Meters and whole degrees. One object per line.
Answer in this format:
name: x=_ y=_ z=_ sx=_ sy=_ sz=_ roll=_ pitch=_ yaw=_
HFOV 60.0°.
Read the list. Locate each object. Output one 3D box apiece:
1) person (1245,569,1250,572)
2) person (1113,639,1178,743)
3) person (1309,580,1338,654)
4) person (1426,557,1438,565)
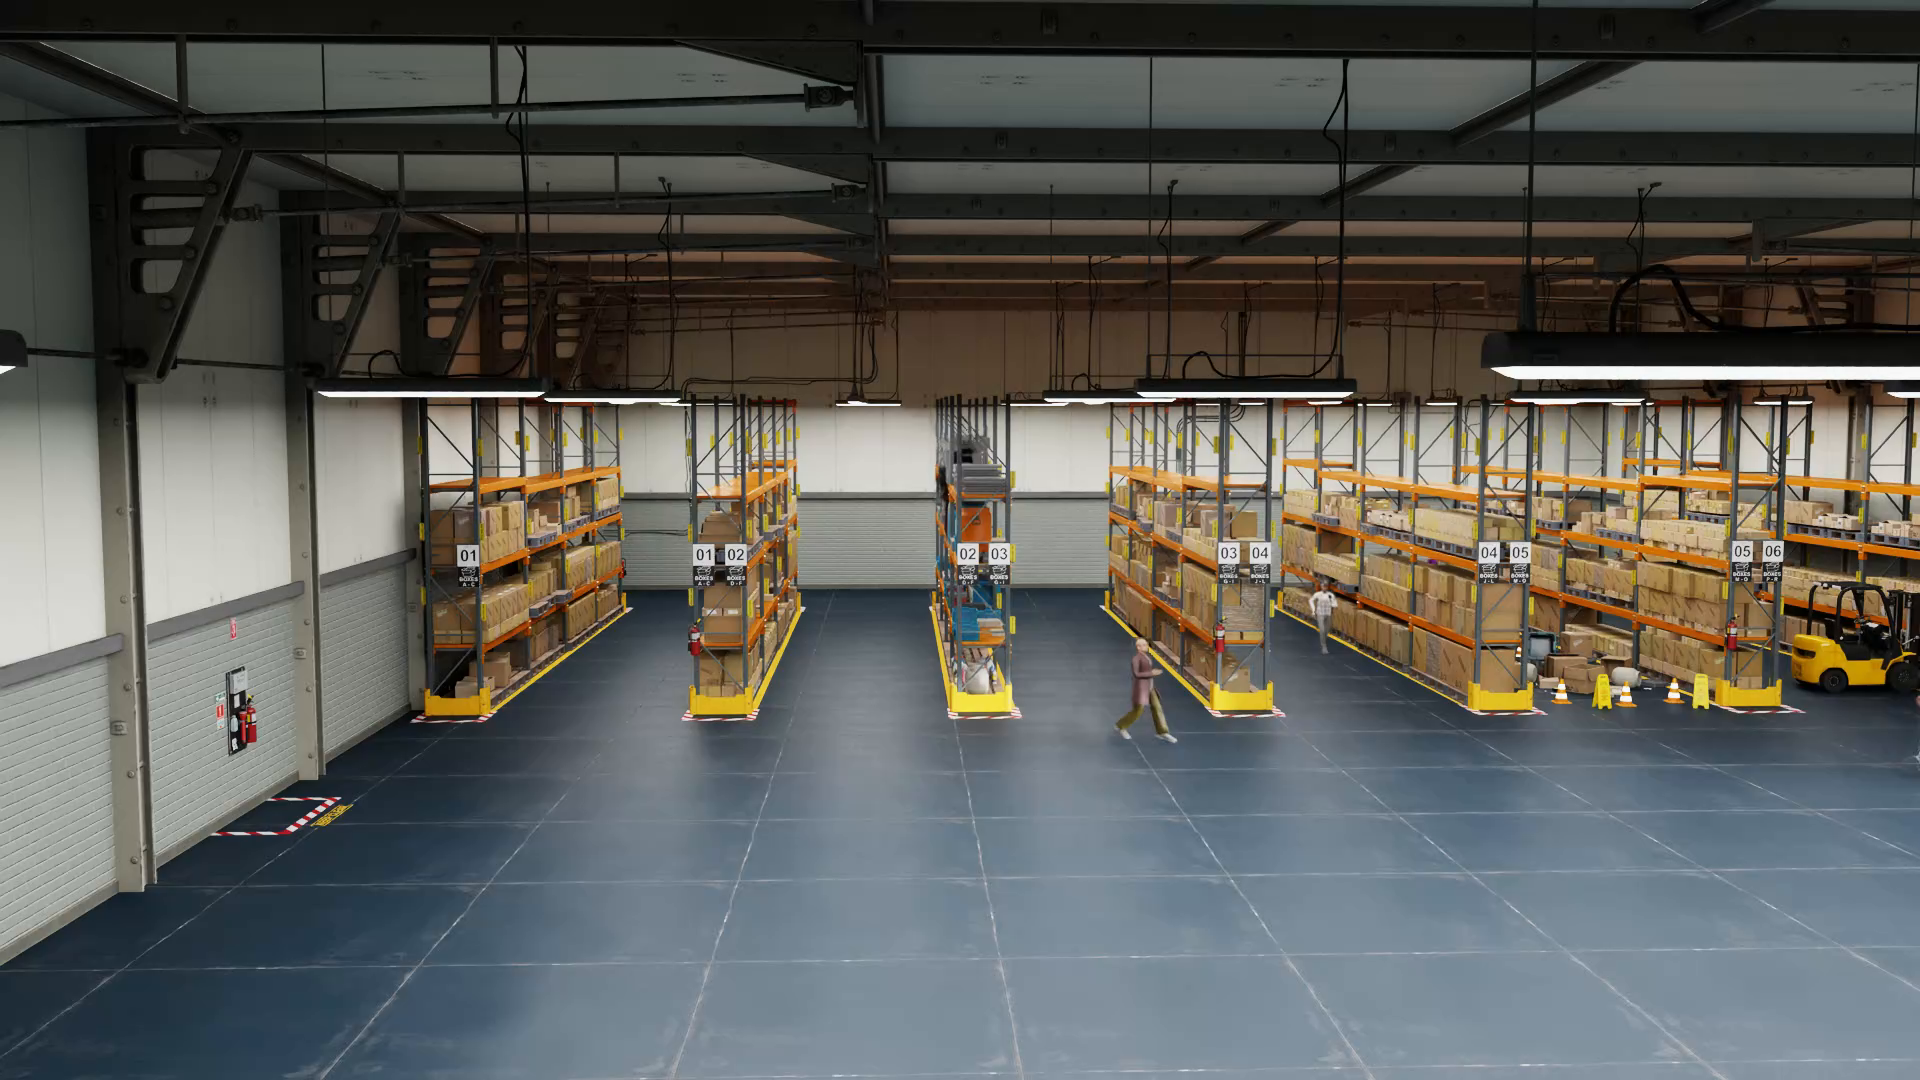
person: x=7.963 y=1.180 z=46.703 sx=0.739 sy=1.807 sz=0.691 roll=0 pitch=5 yaw=6
person: x=3.190 y=2.569 z=28.559 sx=1.115 sy=1.758 sz=0.731 roll=3 pitch=5 yaw=32
person: x=8.566 y=1.778 z=39.109 sx=0.610 sy=1.686 sz=0.918 roll=0 pitch=5 yaw=-3
person: x=14.164 y=1.023 z=49.323 sx=0.974 sy=1.685 sz=0.683 roll=1 pitch=5 yaw=10
